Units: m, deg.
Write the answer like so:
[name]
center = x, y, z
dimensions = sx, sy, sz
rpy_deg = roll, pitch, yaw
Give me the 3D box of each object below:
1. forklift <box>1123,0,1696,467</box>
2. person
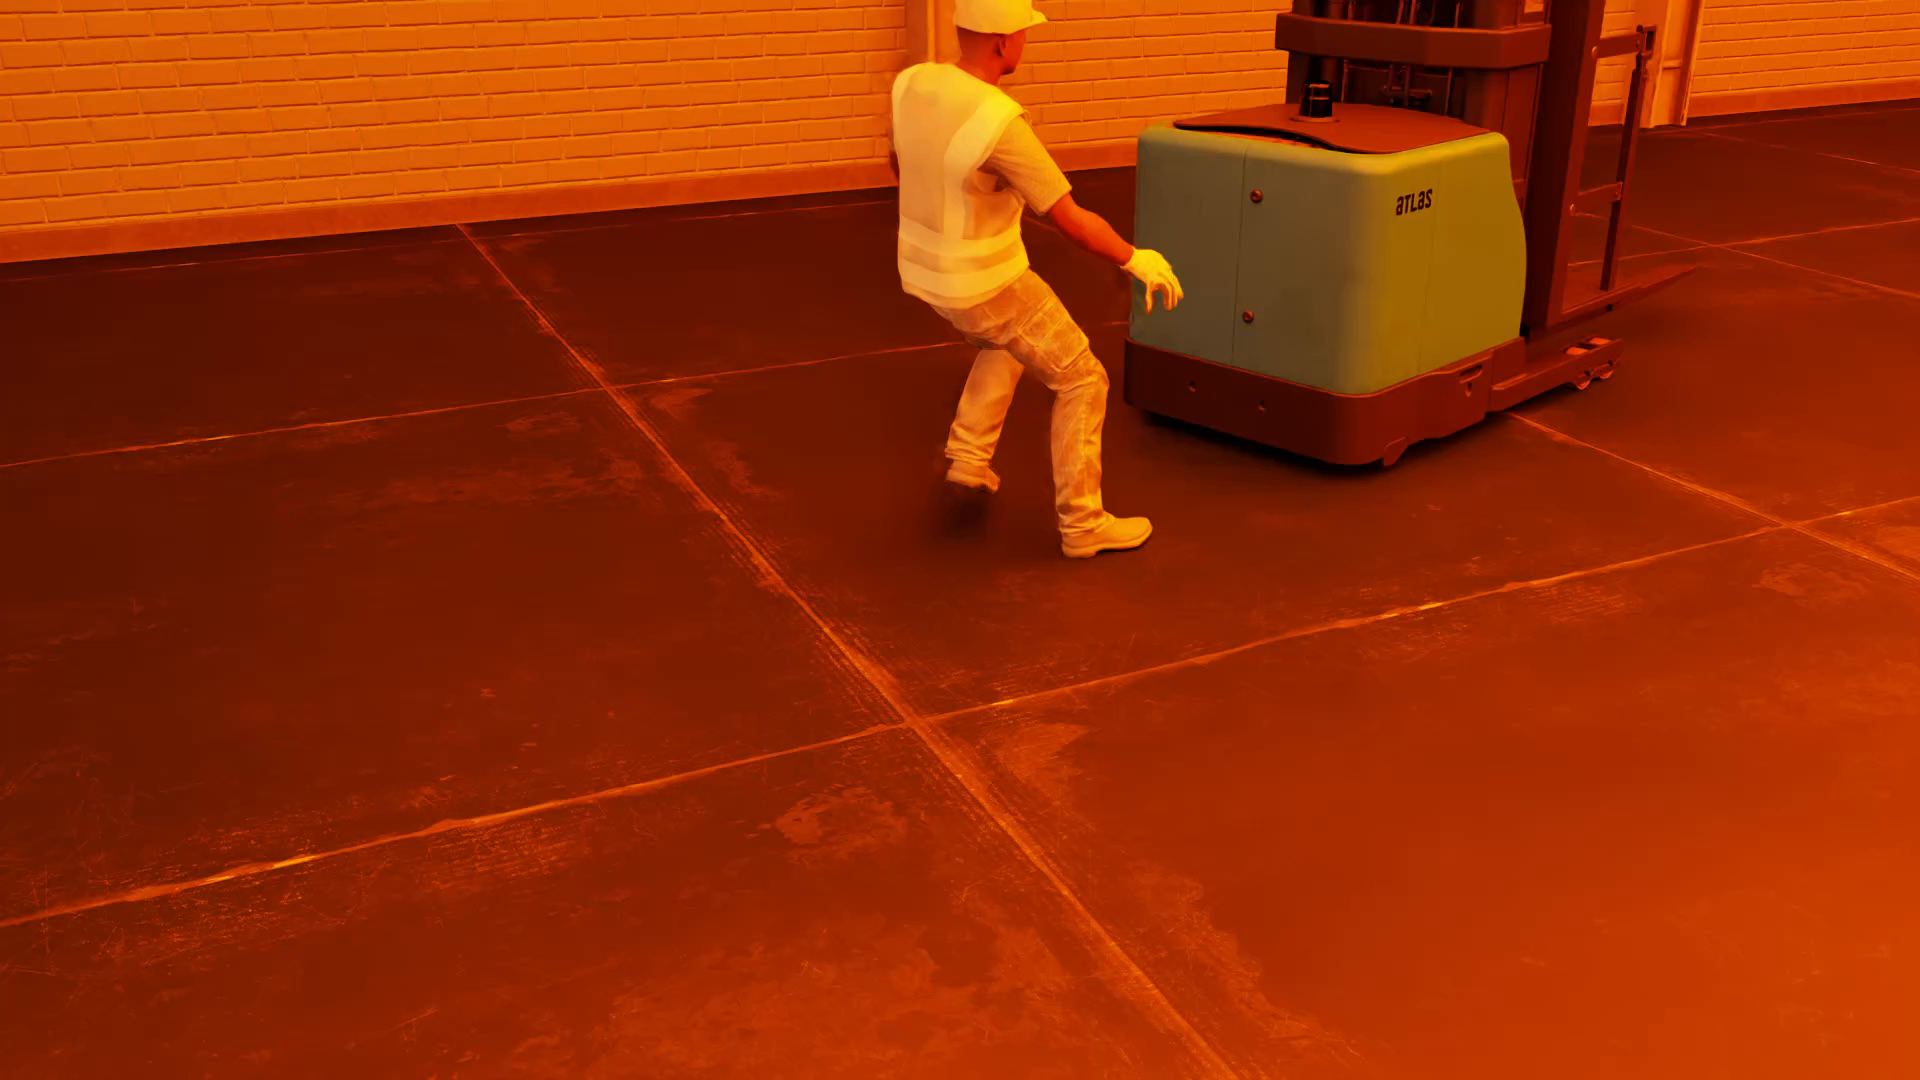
[forklift]
center = 2.008, -2.068, 6.264
dimensions = 3.031, 2.935, 1.130
rpy_deg = -21, 30, -40
[person]
center = 0.161, -0.816, 4.914
dimensions = 0.617, 1.662, 0.859
rpy_deg = -15, 27, -32
